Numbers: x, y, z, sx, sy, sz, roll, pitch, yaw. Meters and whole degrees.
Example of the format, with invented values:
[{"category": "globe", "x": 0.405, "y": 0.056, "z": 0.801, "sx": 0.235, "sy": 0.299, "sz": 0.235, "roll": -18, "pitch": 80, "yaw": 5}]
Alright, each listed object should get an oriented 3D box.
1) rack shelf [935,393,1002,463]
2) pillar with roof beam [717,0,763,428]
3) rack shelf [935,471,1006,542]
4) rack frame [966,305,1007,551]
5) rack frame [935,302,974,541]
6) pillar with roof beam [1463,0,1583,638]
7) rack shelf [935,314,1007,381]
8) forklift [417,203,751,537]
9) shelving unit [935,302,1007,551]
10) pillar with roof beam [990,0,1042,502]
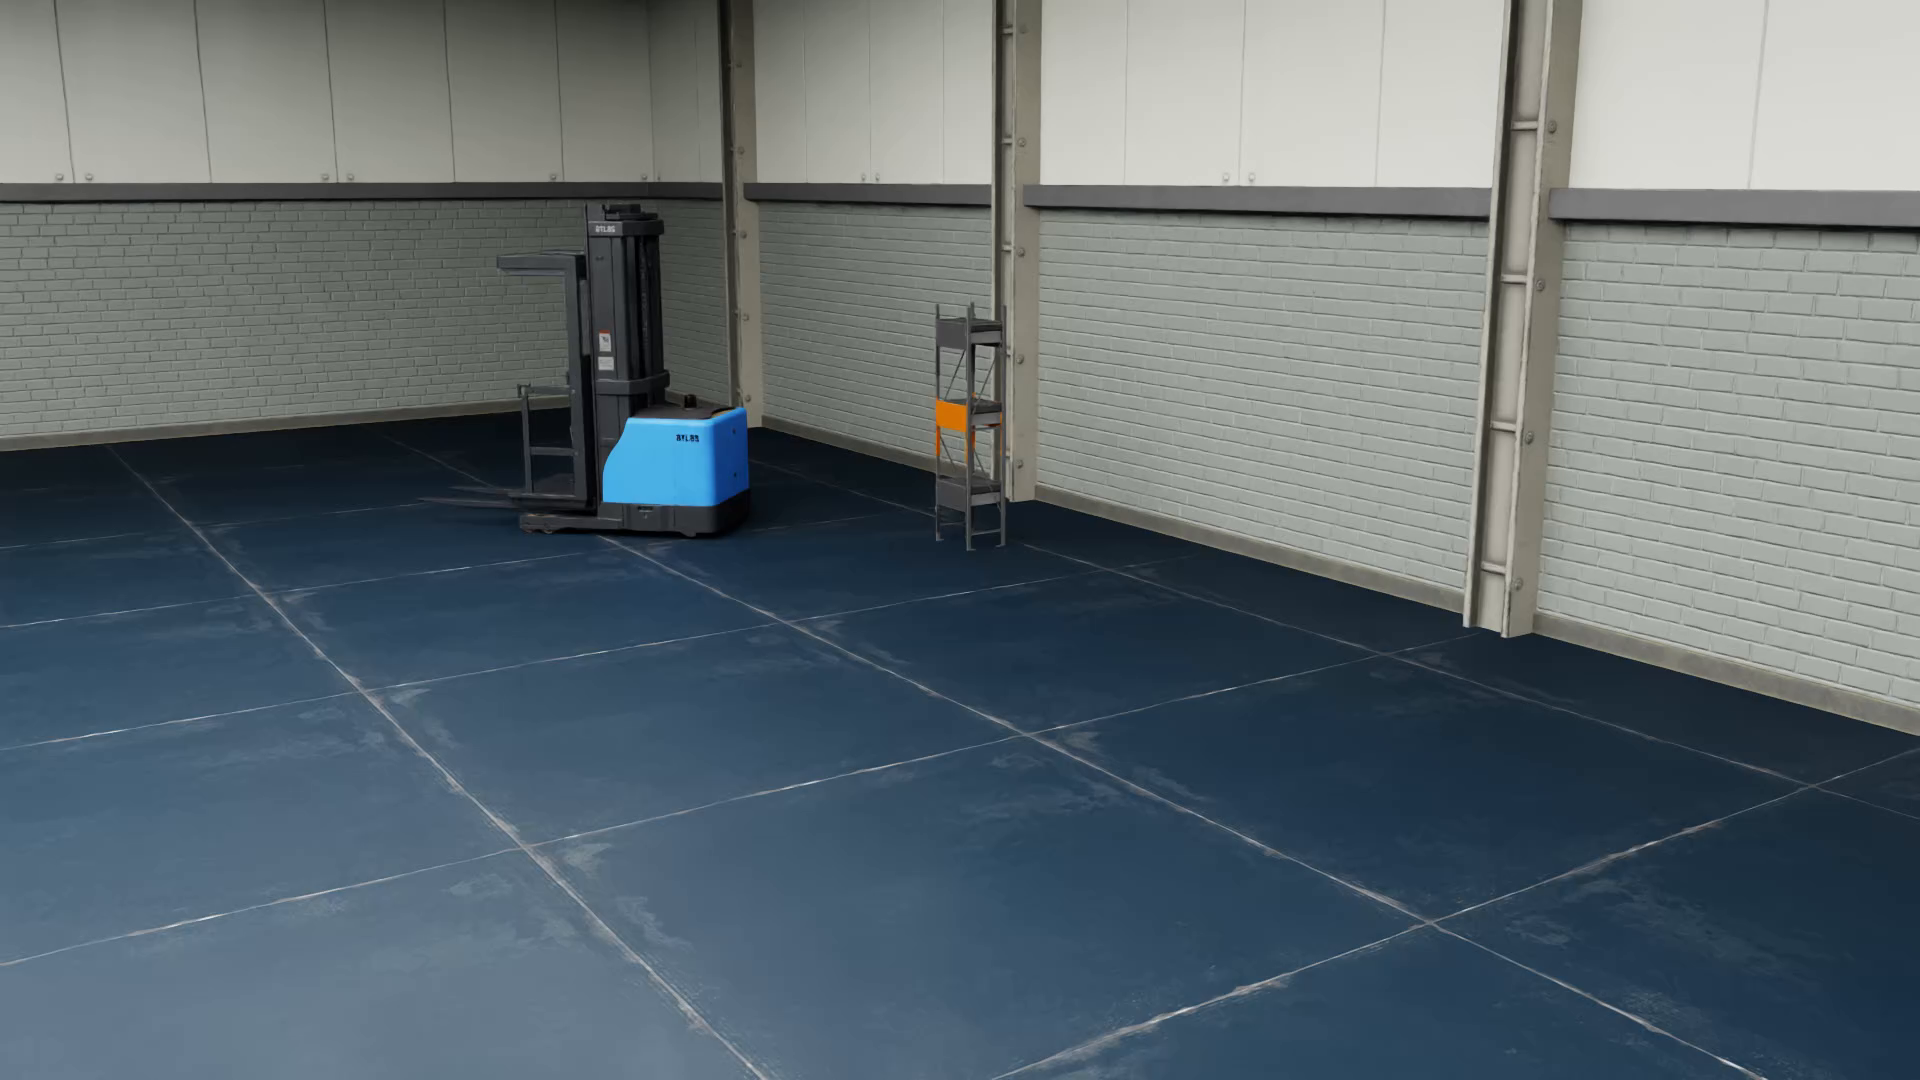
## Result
[{"category": "rack shelf", "x": 0.092, "y": -0.983, "z": 14.506, "sx": 0.431, "sy": 0.518, "sz": 0.480, "roll": -8, "pitch": 15, "yaw": -33}, {"category": "pillar with roof beam", "x": -6.367, "y": -5.382, "z": 18.409, "sx": 9.100, "sy": 9.000, "sz": 0.400, "roll": -8, "pitch": 15, "yaw": -33}, {"category": "rack shelf", "x": 0.092, "y": -0.299, "z": 14.655, "sx": 0.431, "sy": 0.518, "sz": 0.480, "roll": -8, "pitch": 15, "yaw": -33}, {"category": "rack frame", "x": 0.227, "y": -0.953, "z": 14.304, "sx": 0.400, "sy": 2.100, "sz": 0.015, "roll": -8, "pitch": 15, "yaw": -33}, {"category": "rack frame", "x": -0.043, "y": -1.040, "z": 14.701, "sx": 0.400, "sy": 2.100, "sz": 0.015, "roll": -8, "pitch": 15, "yaw": -33}, {"category": "pillar with roof beam", "x": 0.282, "y": -3.248, "z": 8.650, "sx": 9.100, "sy": 9.000, "sz": 0.400, "roll": -8, "pitch": 15, "yaw": -33}, {"category": "rack shelf", "x": 0.092, "y": -1.667, "z": 14.356, "sx": 0.431, "sy": 0.518, "sz": 0.480, "roll": -8, "pitch": 15, "yaw": -33}, {"category": "forklift", "x": -3.546, "y": -1.599, "z": 15.311, "sx": 3.031, "sy": 2.935, "sz": 1.130, "roll": 3, "pitch": 13, "yaw": 12}, {"category": "shelving unit", "x": 0.092, "y": -0.996, "z": 14.503, "sx": 0.431, "sy": 2.100, "sz": 0.503, "roll": -8, "pitch": 15, "yaw": -33}, {"category": "pillar with roof beam", "x": -3.042, "y": -4.315, "z": 13.529, "sx": 9.100, "sy": 9.000, "sz": 0.400, "roll": -8, "pitch": 15, "yaw": -33}]
